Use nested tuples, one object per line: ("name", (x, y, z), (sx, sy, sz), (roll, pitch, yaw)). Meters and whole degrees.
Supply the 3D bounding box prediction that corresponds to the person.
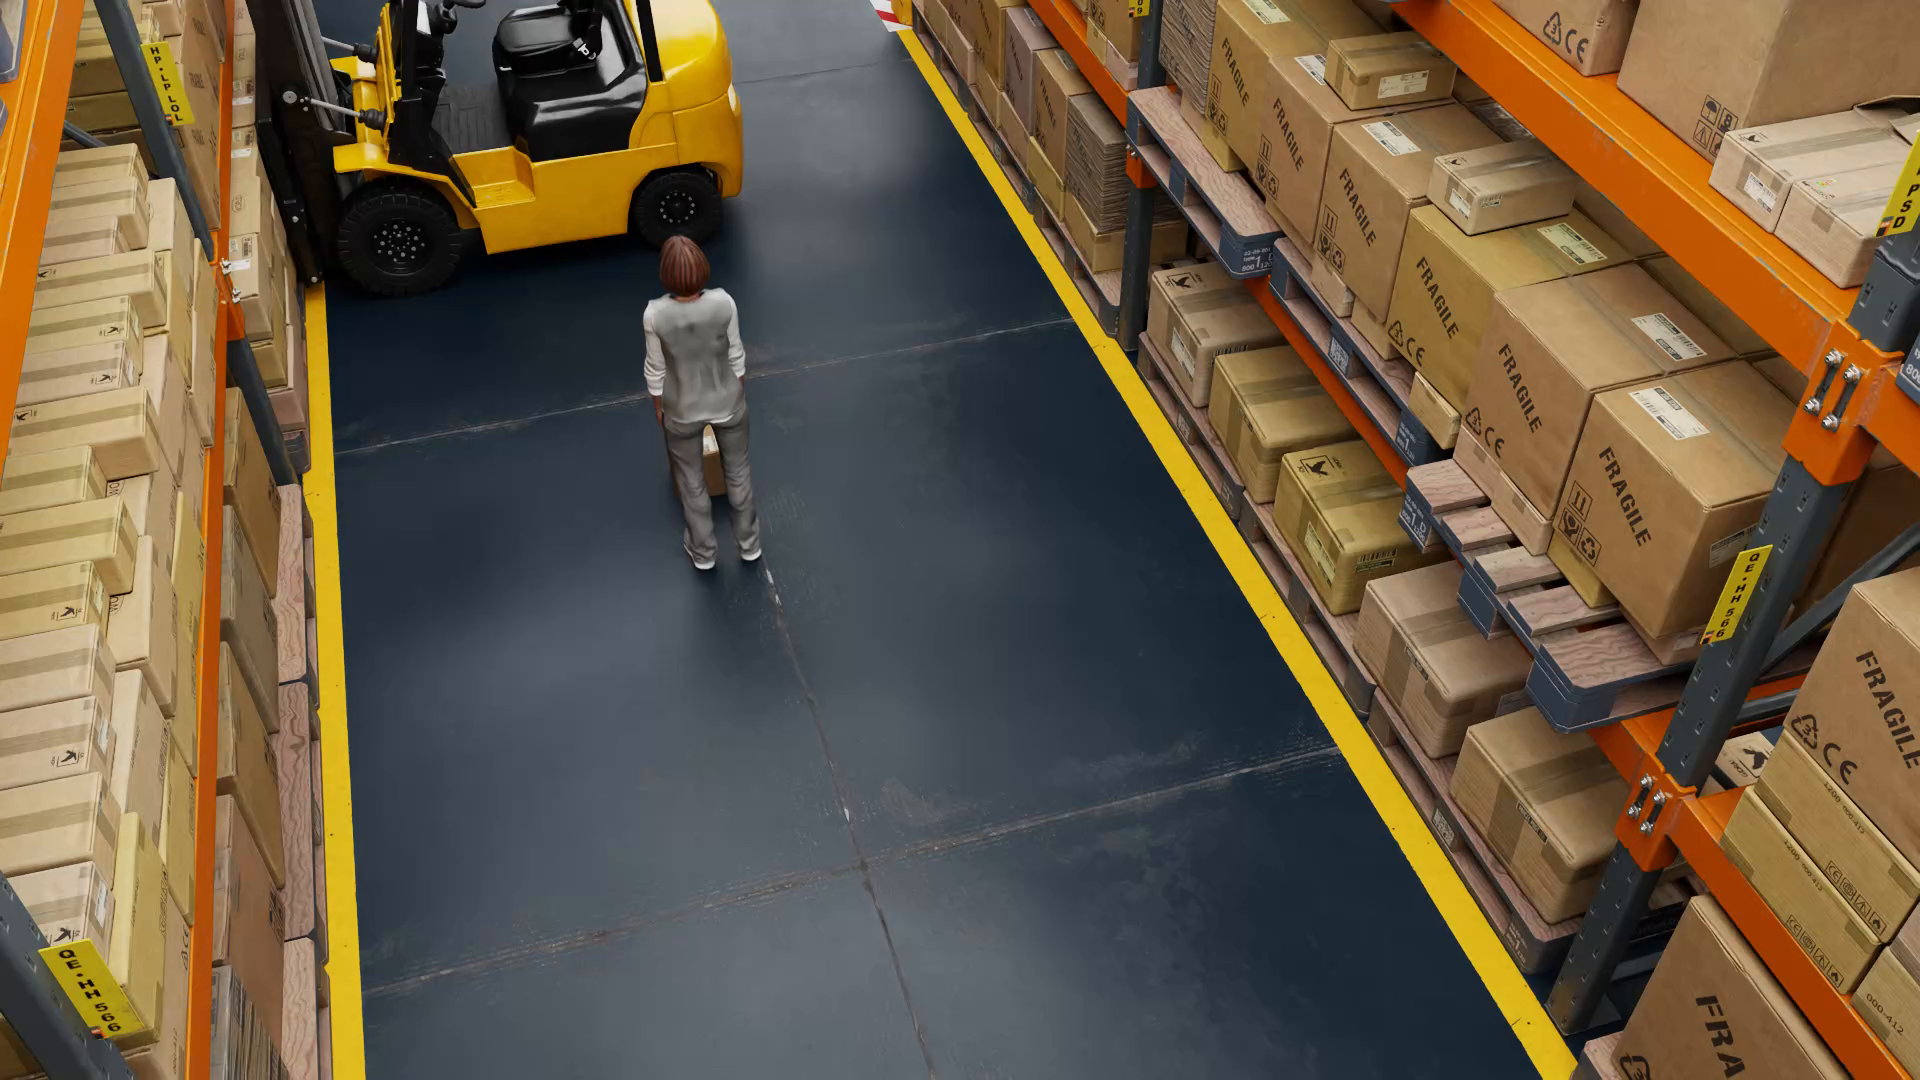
("person", (-1.056, -0.542, 6.754), (0.404, 1.599, 0.307), (-11, 44, -12))
